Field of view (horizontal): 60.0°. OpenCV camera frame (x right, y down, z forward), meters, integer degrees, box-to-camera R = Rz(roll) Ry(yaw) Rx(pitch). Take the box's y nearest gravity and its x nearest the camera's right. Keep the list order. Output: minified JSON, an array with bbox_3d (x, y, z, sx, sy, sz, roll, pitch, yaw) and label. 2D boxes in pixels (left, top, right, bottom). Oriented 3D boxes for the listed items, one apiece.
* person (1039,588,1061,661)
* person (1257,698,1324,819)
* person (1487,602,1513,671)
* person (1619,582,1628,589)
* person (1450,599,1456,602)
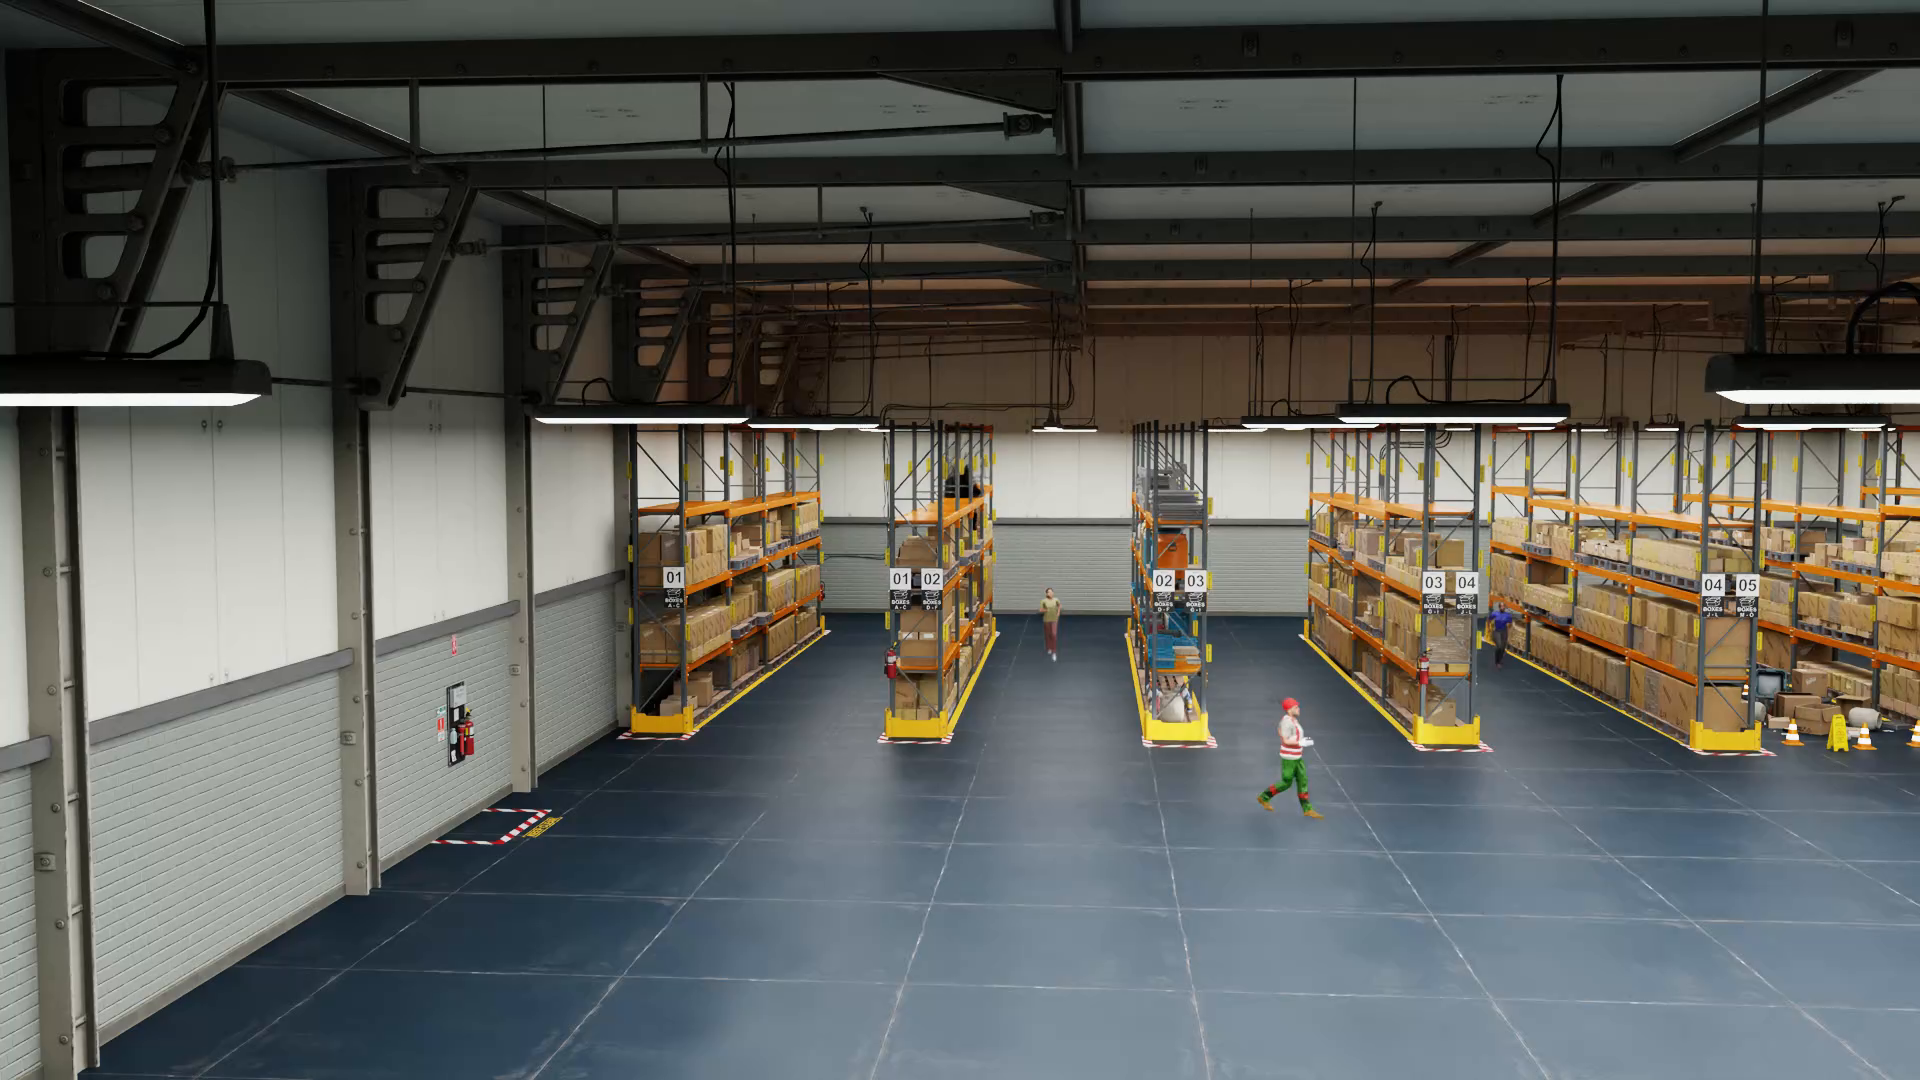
[{"bbox_3d":[2.200,2.033,40.622,0.563,1.755,0.732,0,4,1],"label":"person"},{"bbox_3d":[4.921,3.240,24.735,0.979,1.786,0.656,2,4,23],"label":"person"},{"bbox_3d":[13.175,2.341,40.522,0.536,1.690,0.784,0,4,-1],"label":"person"},{"bbox_3d":[18.955,1.886,47.211,0.668,1.716,0.683,0,4,0],"label":"person"},{"bbox_3d":[13.764,1.883,46.729,0.982,1.765,0.755,-2,4,-27],"label":"person"}]
